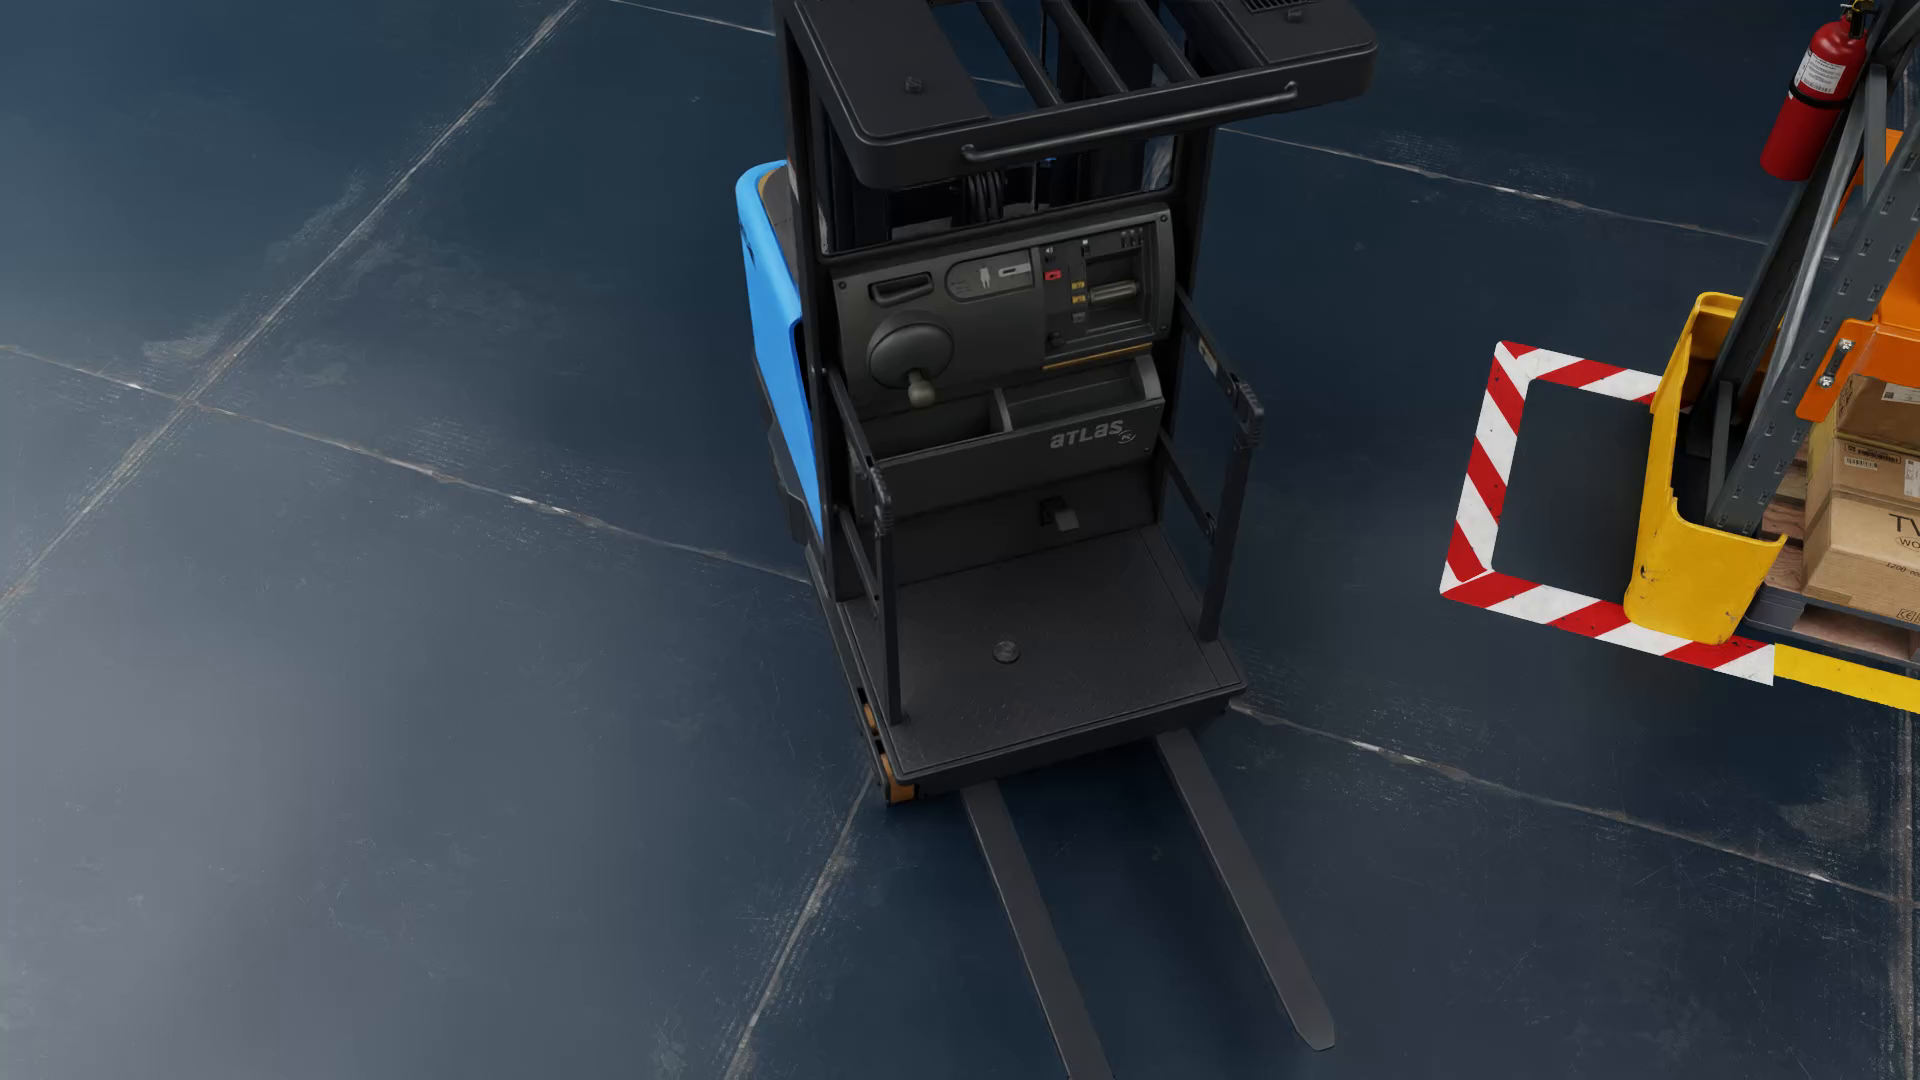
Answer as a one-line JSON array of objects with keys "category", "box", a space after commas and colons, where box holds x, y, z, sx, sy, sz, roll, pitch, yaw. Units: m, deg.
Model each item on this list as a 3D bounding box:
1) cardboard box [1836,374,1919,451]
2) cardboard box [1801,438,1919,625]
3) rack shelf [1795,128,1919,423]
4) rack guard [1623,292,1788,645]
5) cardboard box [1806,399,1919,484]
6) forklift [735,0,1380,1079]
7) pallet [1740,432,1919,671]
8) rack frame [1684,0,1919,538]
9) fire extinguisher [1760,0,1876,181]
[{"category": "cardboard box", "box": [3.187, -0.629, 5.355, 0.500, 0.500, 0.500, 16, 51, 13]}, {"category": "cardboard box", "box": [3.007, -0.014, 5.319, 0.500, 0.250, 0.500, 16, 51, 13]}, {"category": "rack shelf", "box": [4.457, -0.316, 4.515, 4.000, 0.370, 1.077, 16, 51, 13]}, {"category": "rack guard", "box": [2.558, -0.263, 5.647, 0.348, 0.500, 1.175, 16, 51, 13]}, {"category": "cardboard box", "box": [3.186, -0.381, 5.637, 0.500, 0.250, 0.500, 16, 51, 13]}, {"category": "forklift", "box": [0.195, -0.513, 4.255, 1.130, 2.935, 3.031, -14, 50, -12]}, {"category": "pallet", "box": [3.313, 0.008, 5.603, 1.213, 0.211, 1.003, 16, 51, 13]}, {"category": "rack frame", "box": [2.581, -1.075, 4.697, 0.127, 3.000, 1.000, 16, 51, 13]}, {"category": "fire extinguisher", "box": [2.631, -1.410, 5.039, 0.183, 0.674, 0.296, 16, 51, 13]}]
